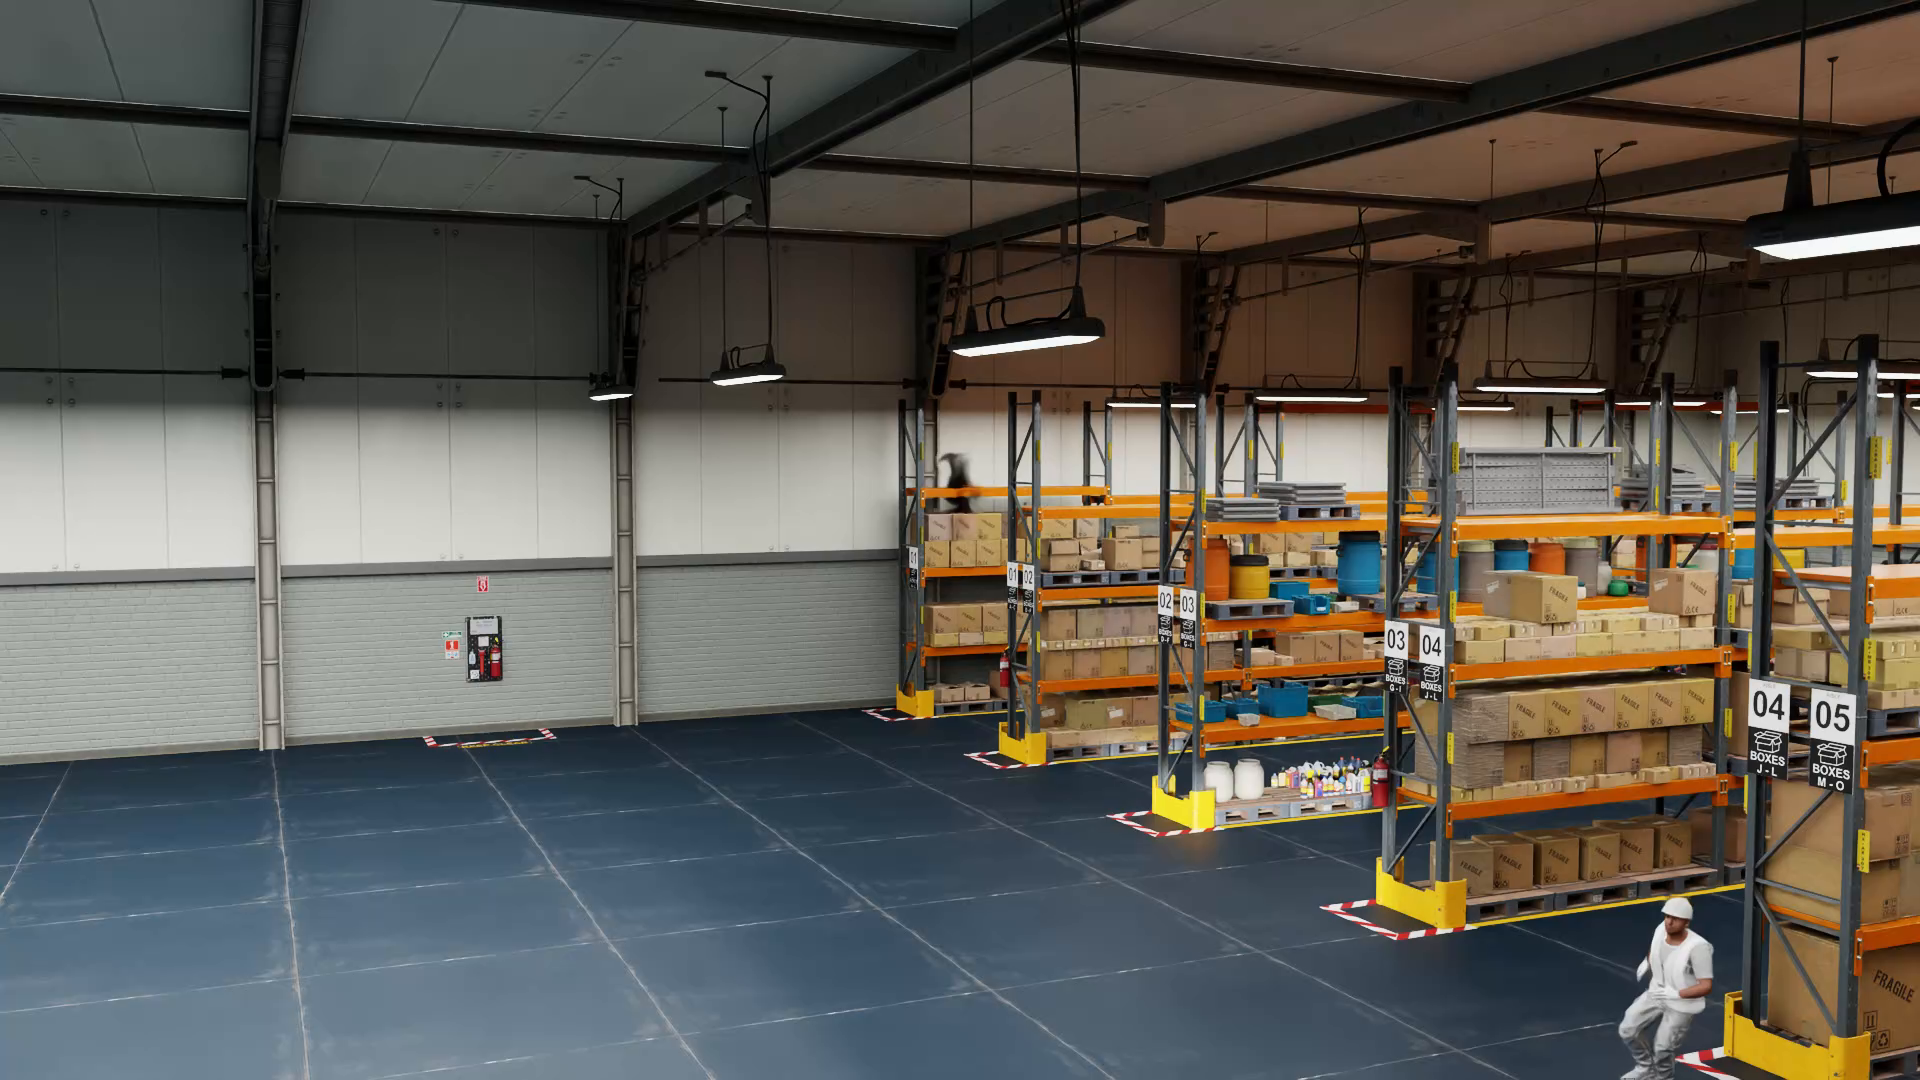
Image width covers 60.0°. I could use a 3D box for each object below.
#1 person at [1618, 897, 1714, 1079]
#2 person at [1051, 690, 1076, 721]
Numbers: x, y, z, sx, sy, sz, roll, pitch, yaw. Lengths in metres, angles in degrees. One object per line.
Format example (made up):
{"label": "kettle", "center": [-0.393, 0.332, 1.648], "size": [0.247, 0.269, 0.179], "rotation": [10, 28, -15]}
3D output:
{"label": "person", "center": [5.457, 3.575, 12.908], "size": [0.705, 1.689, 0.873], "rotation": [-2, 4, -33]}
{"label": "person", "center": [1.831, 2.555, 29.415], "size": [0.649, 1.730, 0.630], "rotation": [-2, 4, -28]}
